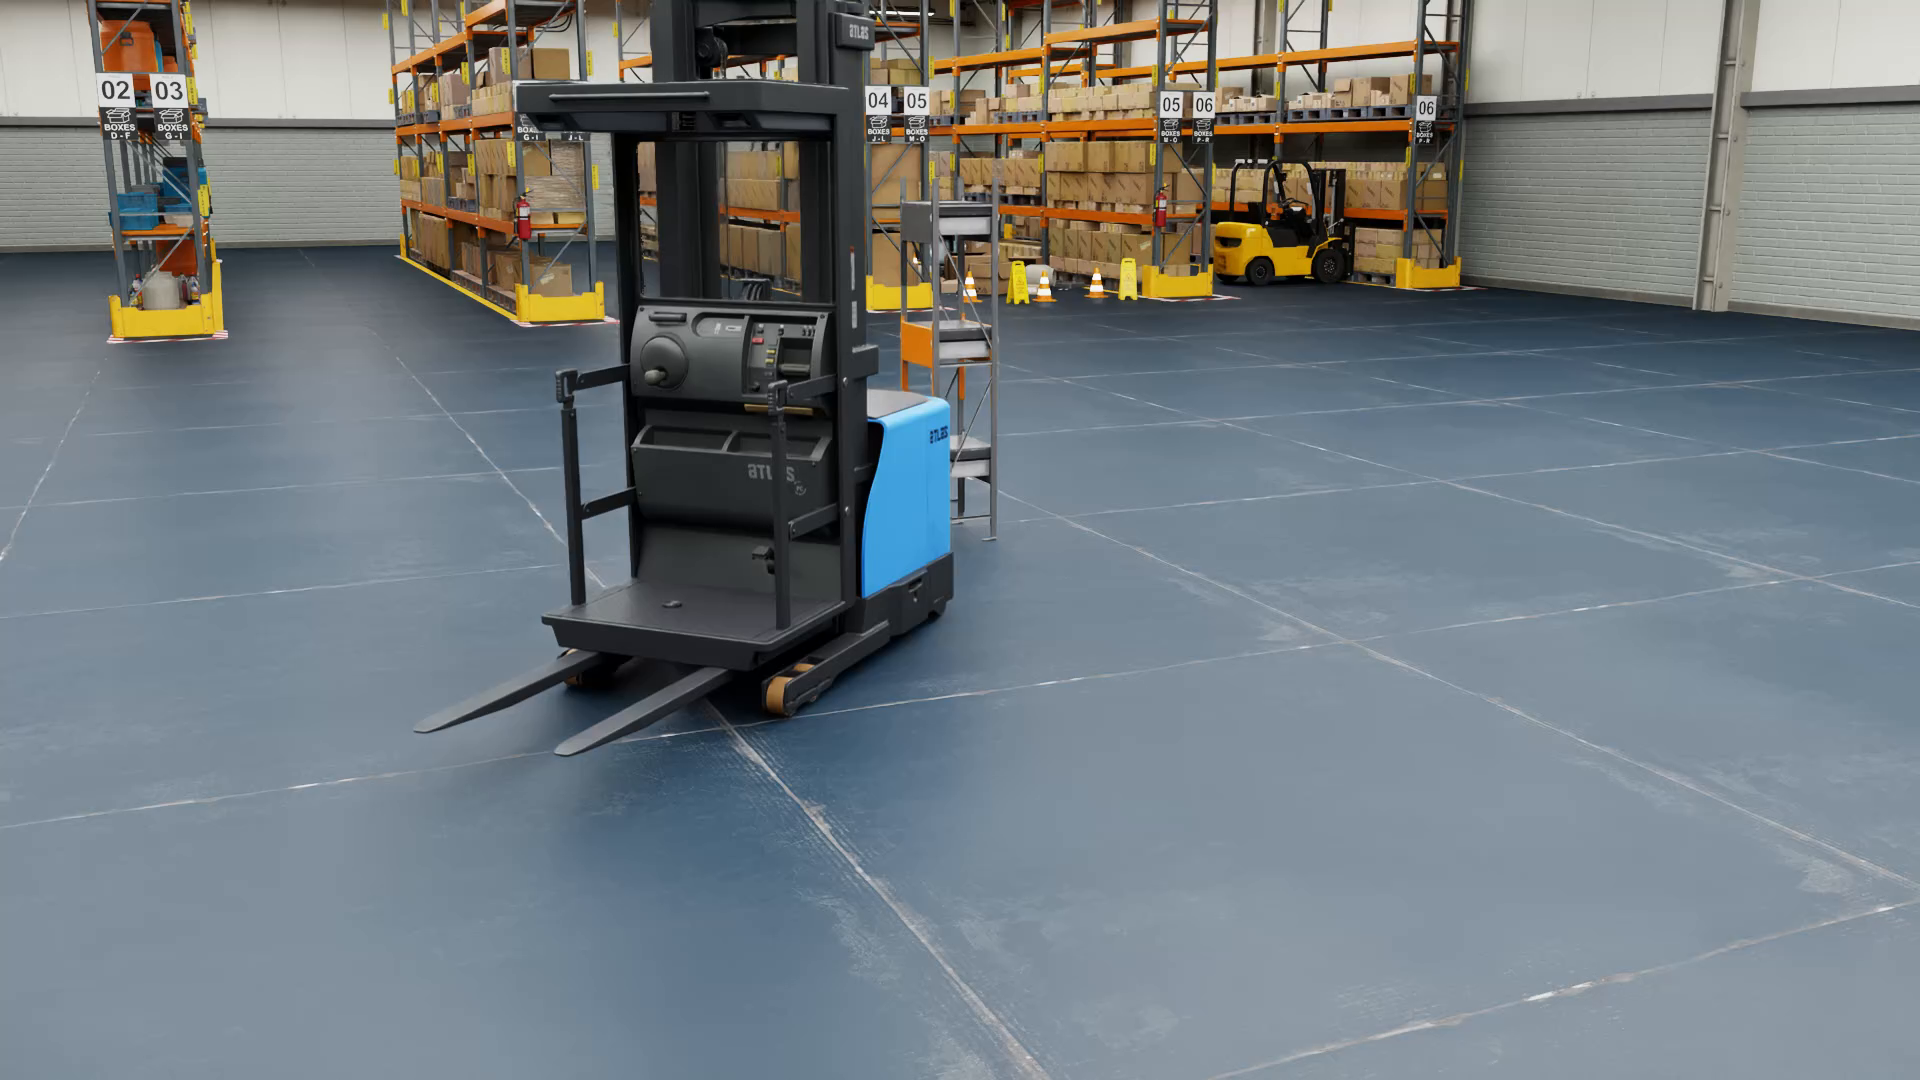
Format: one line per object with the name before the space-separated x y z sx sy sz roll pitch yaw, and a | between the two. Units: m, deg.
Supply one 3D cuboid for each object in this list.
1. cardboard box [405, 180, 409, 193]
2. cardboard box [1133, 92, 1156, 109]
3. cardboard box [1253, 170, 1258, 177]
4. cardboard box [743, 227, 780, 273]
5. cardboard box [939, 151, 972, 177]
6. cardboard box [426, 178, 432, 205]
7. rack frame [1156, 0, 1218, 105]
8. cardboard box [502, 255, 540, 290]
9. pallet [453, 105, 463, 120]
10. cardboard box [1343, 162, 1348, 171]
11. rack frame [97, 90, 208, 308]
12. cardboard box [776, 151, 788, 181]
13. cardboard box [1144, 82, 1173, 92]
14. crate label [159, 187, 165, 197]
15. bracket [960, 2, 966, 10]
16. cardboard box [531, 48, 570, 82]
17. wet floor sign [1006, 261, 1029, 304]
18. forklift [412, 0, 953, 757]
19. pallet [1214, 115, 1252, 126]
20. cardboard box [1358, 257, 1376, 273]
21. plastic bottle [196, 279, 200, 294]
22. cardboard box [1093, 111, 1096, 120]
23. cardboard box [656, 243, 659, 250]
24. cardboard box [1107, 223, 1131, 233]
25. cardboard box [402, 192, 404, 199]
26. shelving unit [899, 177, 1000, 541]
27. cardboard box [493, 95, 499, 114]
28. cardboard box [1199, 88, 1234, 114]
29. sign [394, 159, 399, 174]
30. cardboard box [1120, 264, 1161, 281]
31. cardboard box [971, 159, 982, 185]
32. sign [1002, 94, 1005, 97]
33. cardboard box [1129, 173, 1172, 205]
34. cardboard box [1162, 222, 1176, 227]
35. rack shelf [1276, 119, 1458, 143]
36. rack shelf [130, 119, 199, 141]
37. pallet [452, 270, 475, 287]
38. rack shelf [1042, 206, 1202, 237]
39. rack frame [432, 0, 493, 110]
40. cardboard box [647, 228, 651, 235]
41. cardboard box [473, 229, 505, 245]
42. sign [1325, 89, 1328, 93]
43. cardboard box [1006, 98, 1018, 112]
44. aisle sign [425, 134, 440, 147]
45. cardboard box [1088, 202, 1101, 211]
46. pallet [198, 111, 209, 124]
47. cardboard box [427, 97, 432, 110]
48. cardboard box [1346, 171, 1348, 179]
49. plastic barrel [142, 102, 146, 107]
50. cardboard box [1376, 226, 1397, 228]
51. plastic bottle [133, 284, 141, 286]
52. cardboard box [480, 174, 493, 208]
cardboard box | -11.572 -7.561 35.561 0.500 0.250 0.500 -6 14 -25
cardboard box | 3.108 -7.028 26.605 0.500 0.250 0.500 -6 14 -24
cardboard box | 5.994 -7.211 32.715 0.380 0.149 0.250 -6 14 -23
cardboard box | -3.252 -5.200 29.745 1.050 0.750 0.750 -6 14 -23
cardboard box | -0.092 -7.685 33.985 0.500 0.500 0.500 -6 14 -24
cardboard box | -9.970 -6.722 32.038 0.500 0.500 0.500 -6 14 -24
rack frame | 3.560 -8.336 25.932 1.000 3.000 0.127 -6 14 -23
cardboard box | -6.763 -4.128 25.665 0.500 0.500 0.500 -1 13 -5
pallet | -7.691 -7.066 27.511 1.213 0.211 1.003 -6 14 -23
cardboard box | 7.150 -6.744 30.035 0.380 0.149 0.250 -5 14 -22
rack frame | -10.059 -4.071 20.808 1.000 3.000 0.127 -6 14 -23
cardboard box | -2.742 -6.410 28.474 0.700 0.500 0.500 -6 14 -24
cardboard box | 3.154 -7.184 26.395 0.380 0.149 0.250 -5 14 -22
crate label | -13.113 -5.511 26.953 0.502 0.435 0.616 -6 14 -23
bracket | 0.002 -15.026 46.855 0.235 0.232 0.430 -6 14 -23
cardboard box | -5.868 -6.748 23.732 0.500 0.500 0.500 -6 14 -23
wet floor sign | 0.891 -3.971 25.598 0.267 0.644 0.232 -9 16 -33
forklift | -1.069 -0.817 6.898 1.130 2.935 3.031 5 14 22
pallet | 5.706 -8.522 33.805 1.003 0.211 1.213 -5 14 -20
cardboard box | 7.438 -4.900 29.555 0.500 0.250 0.500 -6 14 -23
plastic bottle | -10.958 -3.612 23.872 0.061 0.283 0.133 -5 14 -19
cardboard box | 2.476 -7.173 28.116 0.380 0.149 0.250 -6 14 -23
cardboard box | -6.404 -6.401 36.265 0.380 0.149 0.250 -6 14 -25
cardboard box | 2.694 -5.224 27.854 0.380 0.149 0.250 -5 14 -22
cardboard box | -11.986 -7.546 36.377 0.380 0.149 0.250 -6 14 -24
shelving unit | -0.066 -1.057 9.781 0.431 2.100 0.503 -6 14 -23
cardboard box | -6.346 -6.193 23.656 0.500 0.250 0.500 -5 14 -22
cardboard box | 5.262 -9.012 34.129 0.700 0.500 0.500 -6 14 -24
sign | -12.440 -8.236 36.705 0.100 0.325 0.005 -6 14 -23
cardboard box | 2.980 -4.426 27.509 0.500 0.250 0.500 -6 14 -23
cardboard box | 0.539 -7.244 32.703 0.500 0.500 0.500 -5 14 -20
sign | 0.853 -8.828 33.563 0.100 0.325 0.005 -6 14 -23
cardboard box | 3.090 -5.694 26.940 0.500 0.500 0.500 -6 14 -24
cardboard box | 4.472 -6.897 36.193 0.380 0.149 0.250 -6 14 -26
rack shelf | 7.305 -7.387 30.077 1.077 0.370 4.000 -6 14 -23
rack shelf | -12.462 -6.422 25.907 1.077 0.370 4.000 -6 14 -23
pallet | -8.413 -4.651 29.498 1.003 0.211 1.213 -6 14 -23
rack shelf | 2.759 -5.476 28.475 1.077 0.370 4.000 -6 14 -23
rack frame | -8.725 -9.094 29.205 1.000 3.000 0.127 -6 14 -23
cardboard box | -6.713 -6.843 36.857 0.380 0.149 0.250 -6 14 -25
cardboard box | -8.207 -5.289 28.974 0.500 0.250 0.500 -4 14 -17
sign | 7.012 -8.491 31.932 0.100 0.325 0.005 -6 14 -23
cardboard box | 1.189 -8.151 31.184 0.500 0.250 0.500 -5 14 -22
aisle sign | -11.684 -9.133 36.911 0.394 0.787 0.004 -6 14 -23
cardboard box | 2.420 -5.709 28.441 0.380 0.149 0.250 -6 14 -23
pallet | -14.462 -7.767 30.541 1.213 0.211 1.003 -6 14 -23
cardboard box | -9.970 -8.385 32.063 0.500 0.311 0.500 -6 14 -25
cardboard box | 7.157 -6.596 30.058 0.380 0.149 0.250 -6 14 -23
plastic barrel | -12.063 -6.689 24.353 0.600 0.901 0.708 -6 14 -23
cardboard box | 7.693 -5.538 30.097 0.500 0.250 0.500 -6 14 -23
plastic bottle | -11.327 -3.382 22.893 0.152 0.276 0.135 -6 14 -25
cardboard box | -6.831 -5.333 25.381 0.875 0.500 0.500 -6 14 -23
